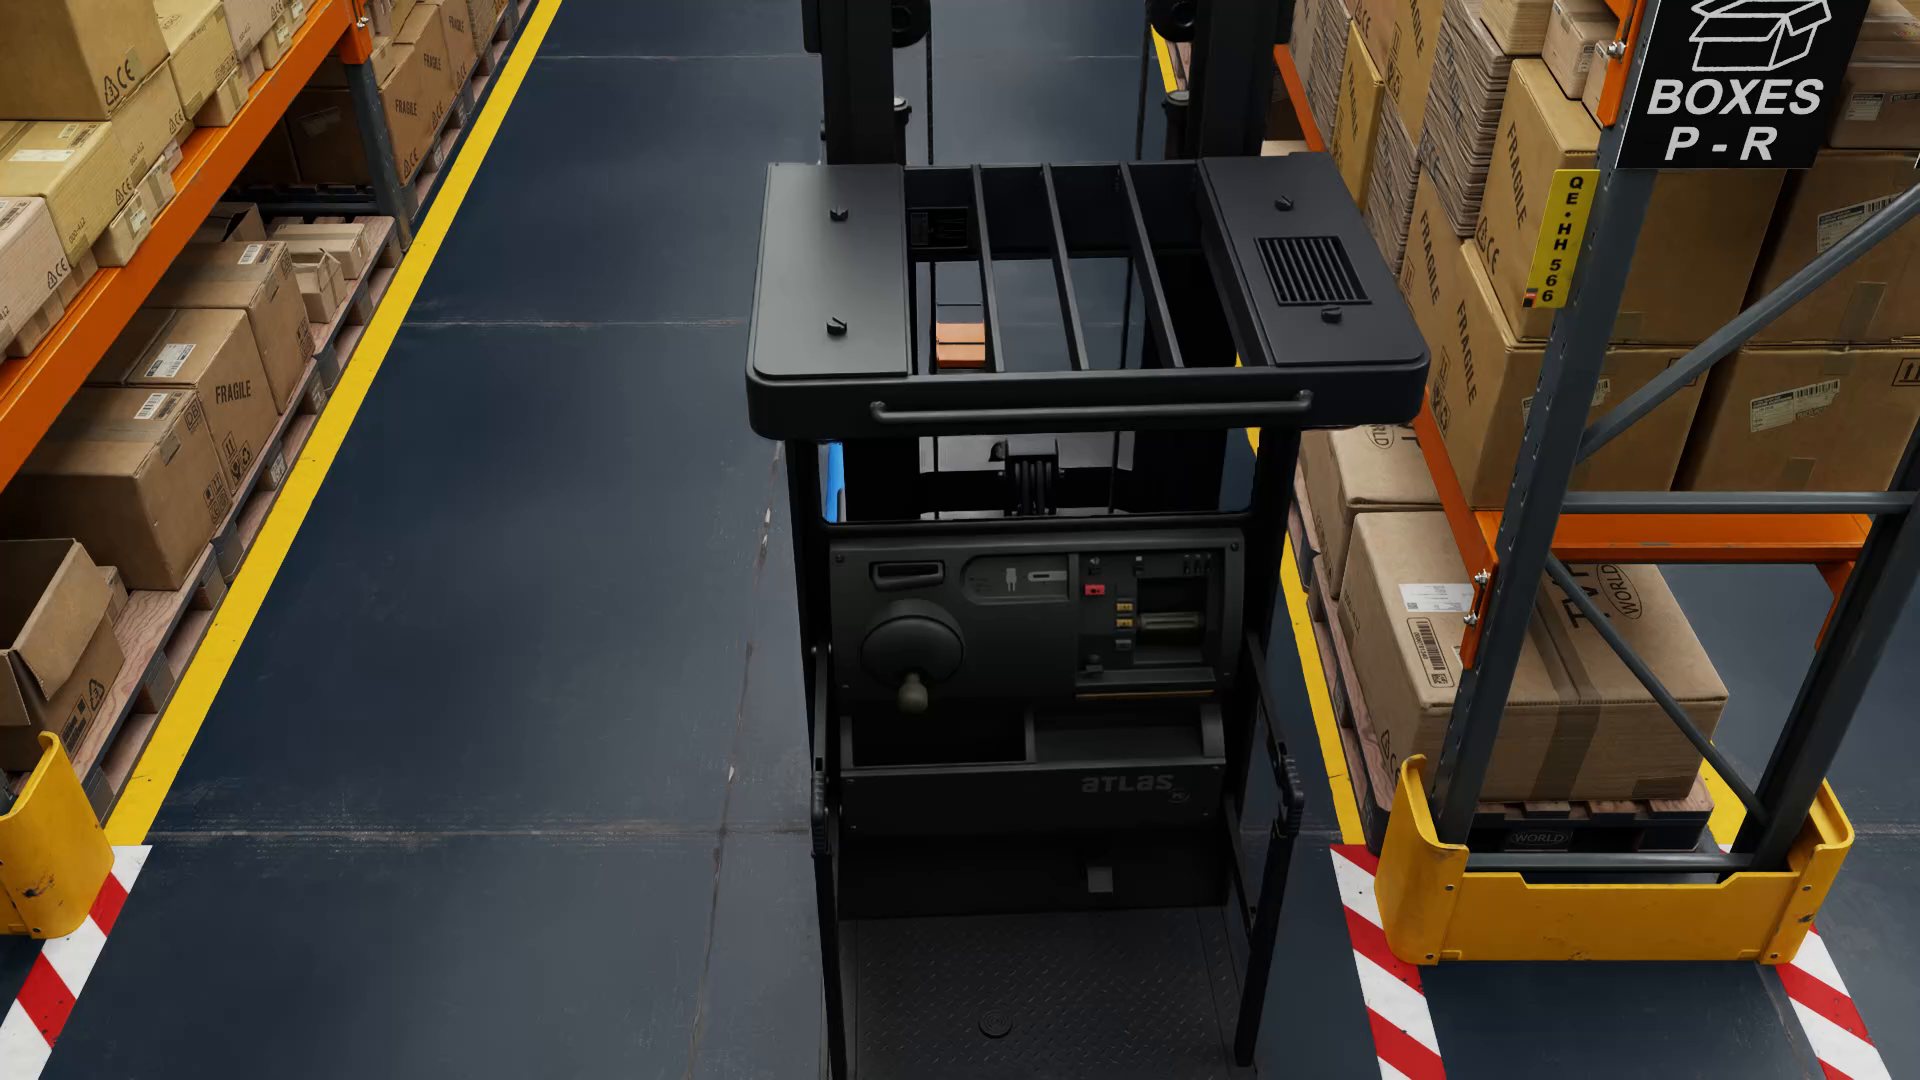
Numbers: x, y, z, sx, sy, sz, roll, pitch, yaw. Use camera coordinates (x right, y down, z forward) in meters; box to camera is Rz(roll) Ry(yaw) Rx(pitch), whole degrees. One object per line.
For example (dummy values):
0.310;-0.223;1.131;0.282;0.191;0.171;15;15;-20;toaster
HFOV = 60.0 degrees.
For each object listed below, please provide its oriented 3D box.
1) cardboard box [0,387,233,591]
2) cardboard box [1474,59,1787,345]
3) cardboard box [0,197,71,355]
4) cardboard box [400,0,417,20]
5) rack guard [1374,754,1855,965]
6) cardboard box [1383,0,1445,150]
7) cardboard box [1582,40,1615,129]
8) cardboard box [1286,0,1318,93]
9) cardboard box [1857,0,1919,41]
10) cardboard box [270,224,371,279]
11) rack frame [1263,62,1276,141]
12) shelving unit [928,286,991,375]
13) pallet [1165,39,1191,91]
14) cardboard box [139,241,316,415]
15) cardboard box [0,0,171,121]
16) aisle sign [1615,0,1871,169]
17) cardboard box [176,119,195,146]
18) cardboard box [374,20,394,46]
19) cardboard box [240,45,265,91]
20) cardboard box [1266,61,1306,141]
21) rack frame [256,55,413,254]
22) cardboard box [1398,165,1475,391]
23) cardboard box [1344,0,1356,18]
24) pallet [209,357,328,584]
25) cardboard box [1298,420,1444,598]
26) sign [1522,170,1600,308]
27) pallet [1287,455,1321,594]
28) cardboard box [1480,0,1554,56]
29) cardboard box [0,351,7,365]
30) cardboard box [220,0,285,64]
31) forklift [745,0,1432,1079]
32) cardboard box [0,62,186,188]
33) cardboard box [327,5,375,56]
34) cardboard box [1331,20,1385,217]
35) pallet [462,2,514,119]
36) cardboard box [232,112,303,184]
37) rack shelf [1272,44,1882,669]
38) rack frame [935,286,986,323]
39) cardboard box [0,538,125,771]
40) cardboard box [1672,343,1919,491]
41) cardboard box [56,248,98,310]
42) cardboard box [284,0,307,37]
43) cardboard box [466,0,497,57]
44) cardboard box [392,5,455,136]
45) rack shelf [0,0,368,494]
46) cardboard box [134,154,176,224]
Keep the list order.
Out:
-3.012;-0.182;5.742;0.700;0.500;0.500;1;39;2;cardboard box
1.581;-0.813;3.987;0.500;0.500;0.500;1;39;1;cardboard box
-2.876;-0.734;4.649;0.500;0.250;0.500;0;39;0;cardboard box
-2.987;-2.749;8.426;0.380;0.149;0.250;-1;39;-1;cardboard box
1.819;0.908;4.717;1.175;0.500;0.348;0;39;0;rack guard
1.553;-1.449;4.780;0.500;0.500;0.500;0;39;0;cardboard box
1.619;-0.989;3.688;0.380;0.149;0.250;0;39;1;cardboard box
1.550;-2.015;6.286;0.500;0.500;0.500;0;39;0;cardboard box
2.024;-1.151;3.889;0.380;0.149;0.250;1;39;1;cardboard box
-2.855;-1.281;7.394;0.380;0.149;0.250;-1;39;-1;cardboard box
1.815;-2.584;7.076;1.000;3.000;0.127;0;39;0;rack frame
0.000;-0.376;5.880;0.215;1.050;0.252;0;39;0;shelving unit
1.734;-2.743;9.504;1.003;0.211;1.213;0;39;0;pallet
-3.014;-0.832;6.552;0.700;0.500;0.500;-1;39;-2;cardboard box
-2.878;-1.649;5.191;0.500;0.500;0.500;1;39;1;cardboard box
1.509;-1.052;3.085;0.394;0.787;0.004;0;39;0;aisle sign
-2.960;-1.470;5.887;0.380;0.149;0.250;0;39;1;cardboard box
-2.961;-2.417;8.012;0.380;0.149;0.250;-1;39;-1;cardboard box
-2.876;-1.792;6.288;0.380;0.149;0.250;1;39;1;cardboard box
1.734;-2.307;8.093;0.875;0.875;0.875;1;39;1;cardboard box
-3.149;-2.578;7.069;1.000;3.000;0.127;0;39;0;rack frame
1.568;-0.737;4.691;0.500;0.500;0.500;-1;39;-1;cardboard box
1.557;-2.079;5.566;0.500;0.500;0.500;1;39;1;cardboard box
-3.145;-0.296;6.450;1.003;0.211;1.213;0;39;0;pallet
1.709;-0.232;5.854;0.875;0.438;0.875;1;39;1;cardboard box
1.277;-0.635;3.529;0.100;0.325;0.005;0;39;0;sign
1.742;-0.255;6.400;1.003;0.211;1.213;0;39;0;pallet
1.510;-1.309;4.087;0.380;0.149;0.250;0;39;0;cardboard box
-2.952;-0.508;4.686;0.380;0.149;0.250;-1;39;-1;cardboard box
-2.889;-2.004;6.234;0.500;0.250;0.500;0;39;0;cardboard box
0.187;0.258;3.585;1.130;2.935;3.031;-2;39;-2;forklift
-2.902;-1.370;5.443;0.500;0.250;0.500;-1;39;-1;cardboard box
-2.944;-2.360;7.703;0.380;0.149;0.250;-1;39;-1;cardboard box
1.544;-1.382;5.495;0.500;0.500;0.500;1;39;1;cardboard box
-3.192;-2.763;9.530;1.003;0.211;1.213;0;39;0;pallet
-3.445;-2.073;8.102;0.500;0.500;0.500;0;39;0;cardboard box
1.817;-1.053;5.740;1.077;0.370;4.000;0;39;0;rack shelf
0.000;-0.453;5.975;0.200;1.050;0.008;0;39;0;rack frame
-3.050;0.351;5.074;0.797;0.503;0.637;-1;39;-2;cardboard box
2.106;-0.422;4.298;0.500;0.500;0.500;0;39;0;cardboard box
-2.897;-0.832;5.090;0.380;0.149;0.250;1;39;1;cardboard box
-2.874;-2.118;6.695;0.380;0.149;0.250;1;39;1;cardboard box
-2.926;-3.039;9.306;0.500;0.500;0.500;-1;39;-2;cardboard box
-2.935;-2.402;8.512;0.500;0.500;0.500;-1;39;-1;cardboard box
-3.147;-1.047;5.733;1.077;0.370;4.000;0;39;0;rack shelf
-2.843;-1.155;5.493;0.380;0.149;0.250;1;39;1;cardboard box
